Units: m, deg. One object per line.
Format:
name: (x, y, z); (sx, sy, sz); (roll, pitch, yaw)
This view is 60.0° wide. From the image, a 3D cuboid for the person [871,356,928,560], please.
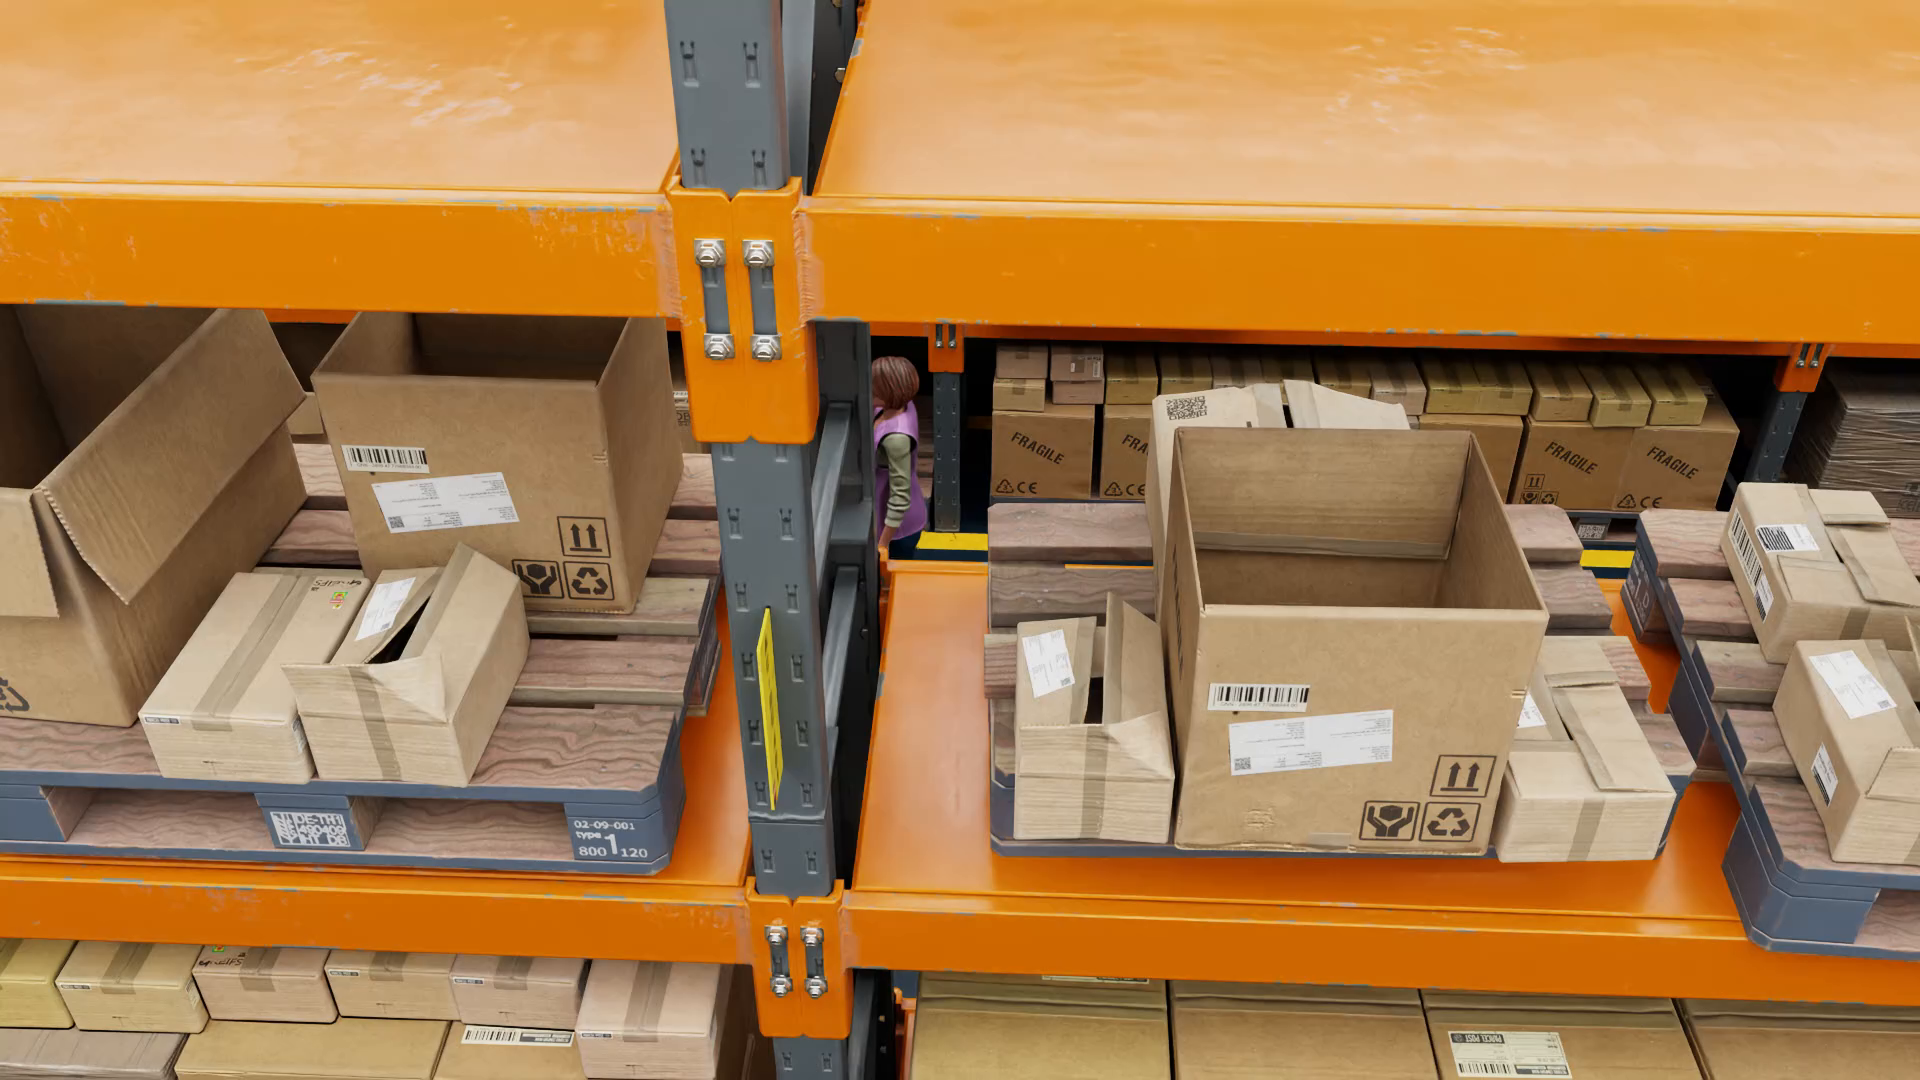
person: (-0.272, -0.085, 7.211); (0.357, 1.597, 0.450); (-2, 36, -3)
